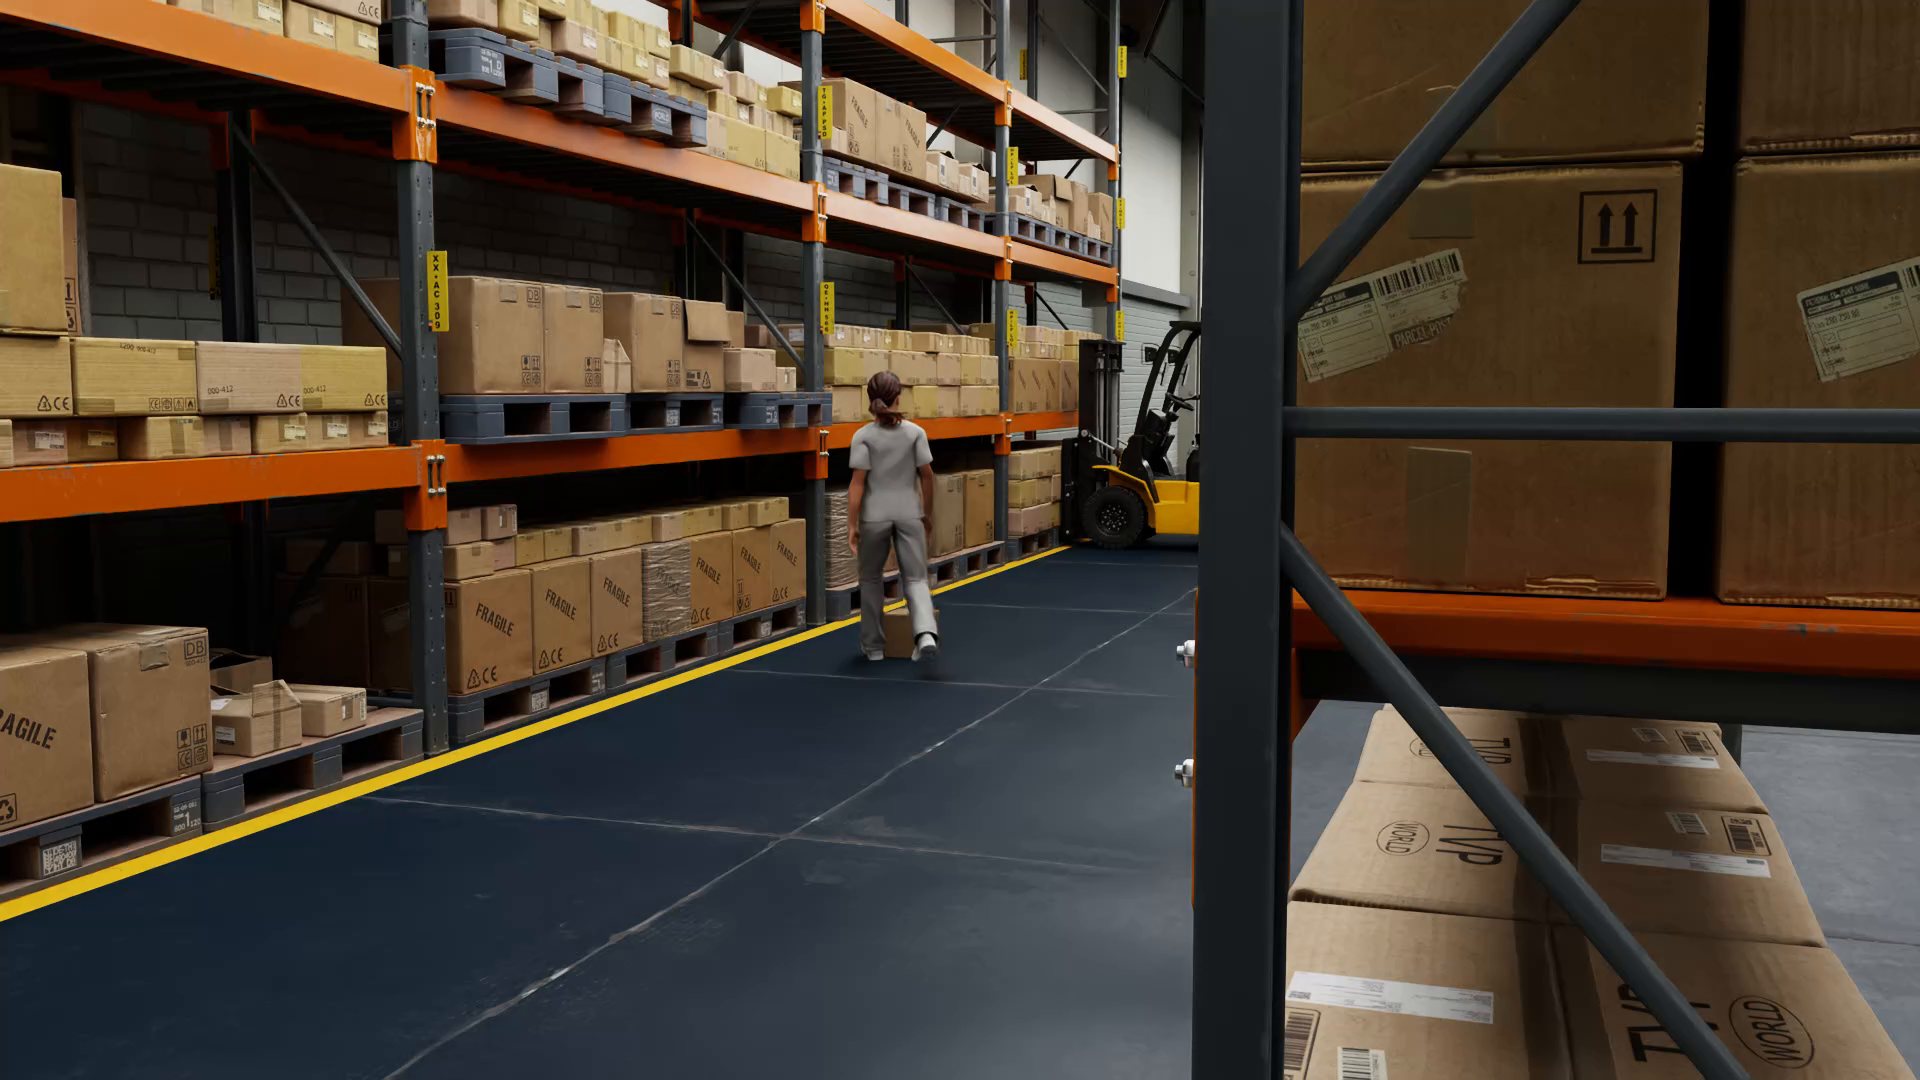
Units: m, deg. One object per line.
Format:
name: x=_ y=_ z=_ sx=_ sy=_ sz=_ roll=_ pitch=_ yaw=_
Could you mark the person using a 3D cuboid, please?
person: x=-0.380 y=-0.105 z=9.092 sx=0.477 sy=1.621 sz=0.992 roll=-1 pitch=5 yaw=-8
